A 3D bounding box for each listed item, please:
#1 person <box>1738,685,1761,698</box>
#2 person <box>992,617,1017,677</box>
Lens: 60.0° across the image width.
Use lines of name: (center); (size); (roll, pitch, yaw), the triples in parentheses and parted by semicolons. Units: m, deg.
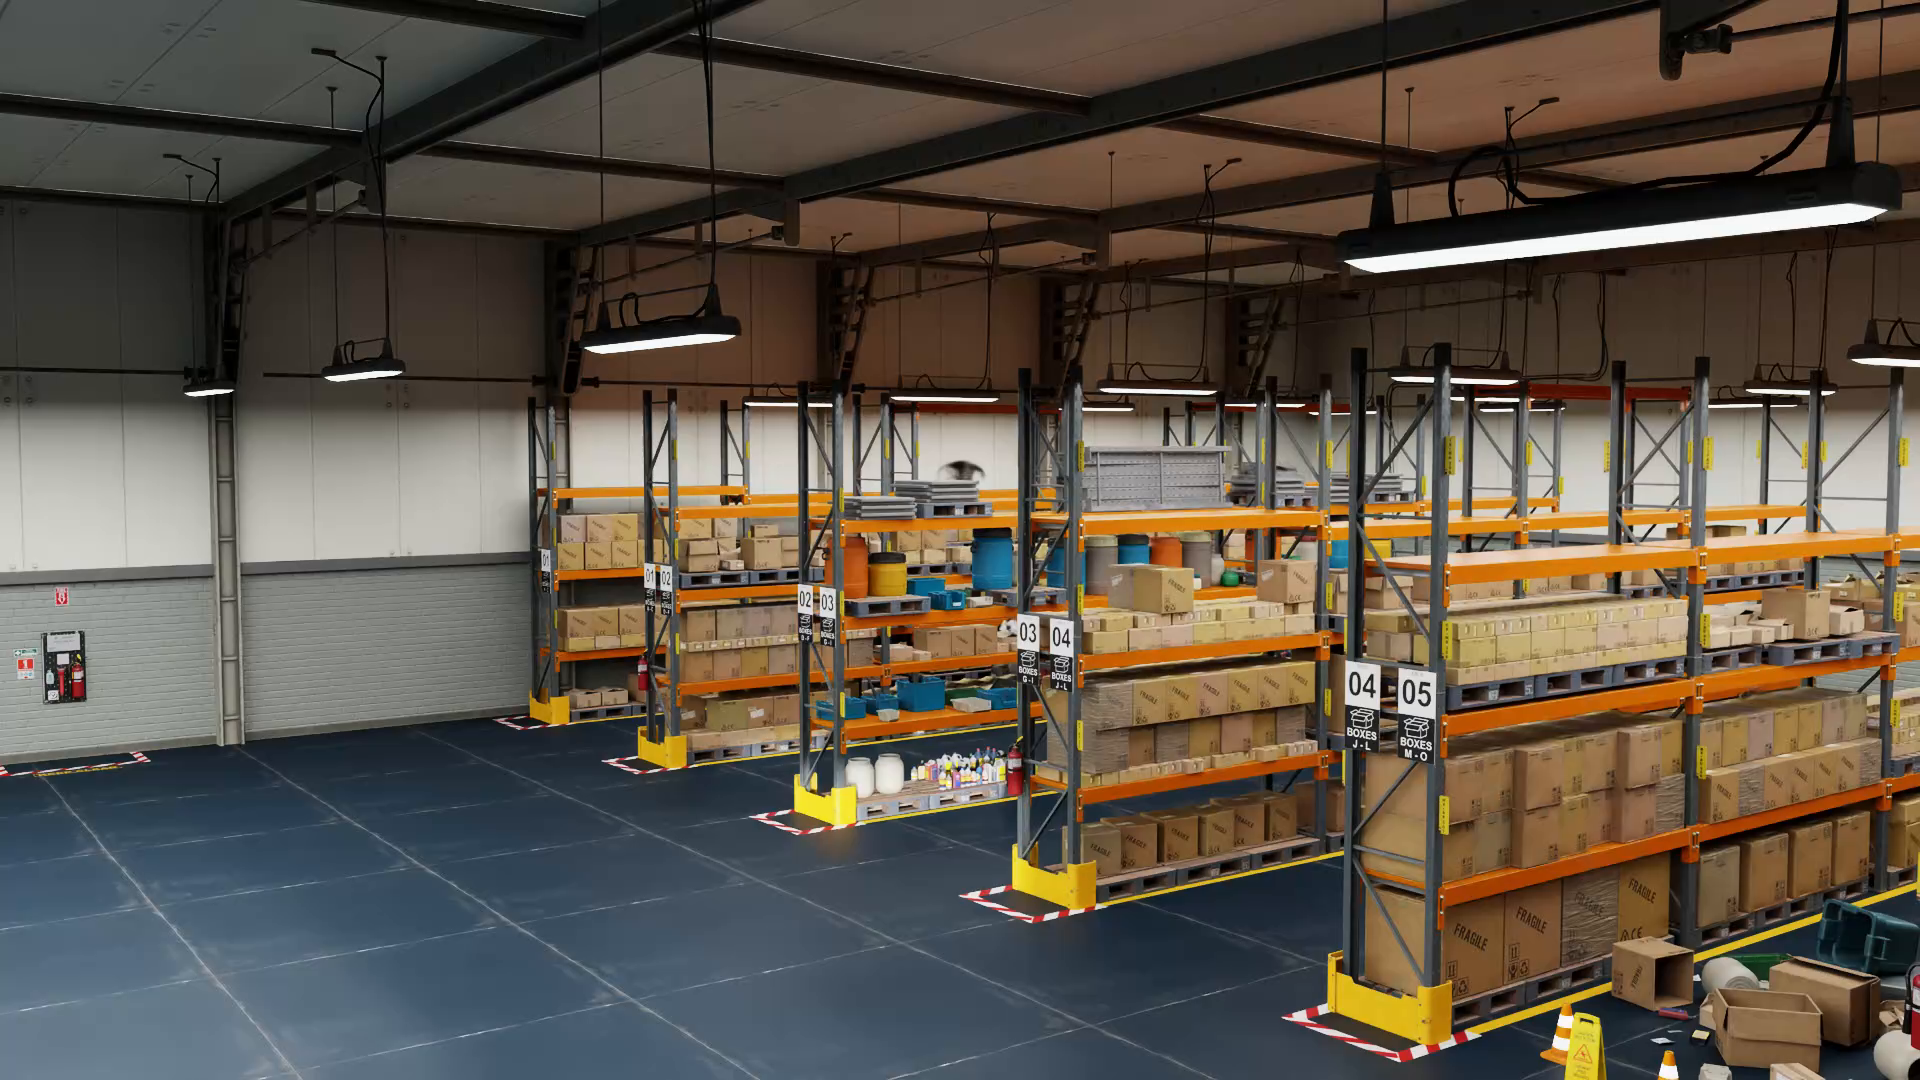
person: (11.557, 2.872, 24.318); (0.725, 1.749, 0.609); (-3, 5, -42)
person: (0.974, 2.274, 34.132); (0.621, 1.821, 0.734); (3, 5, 44)
